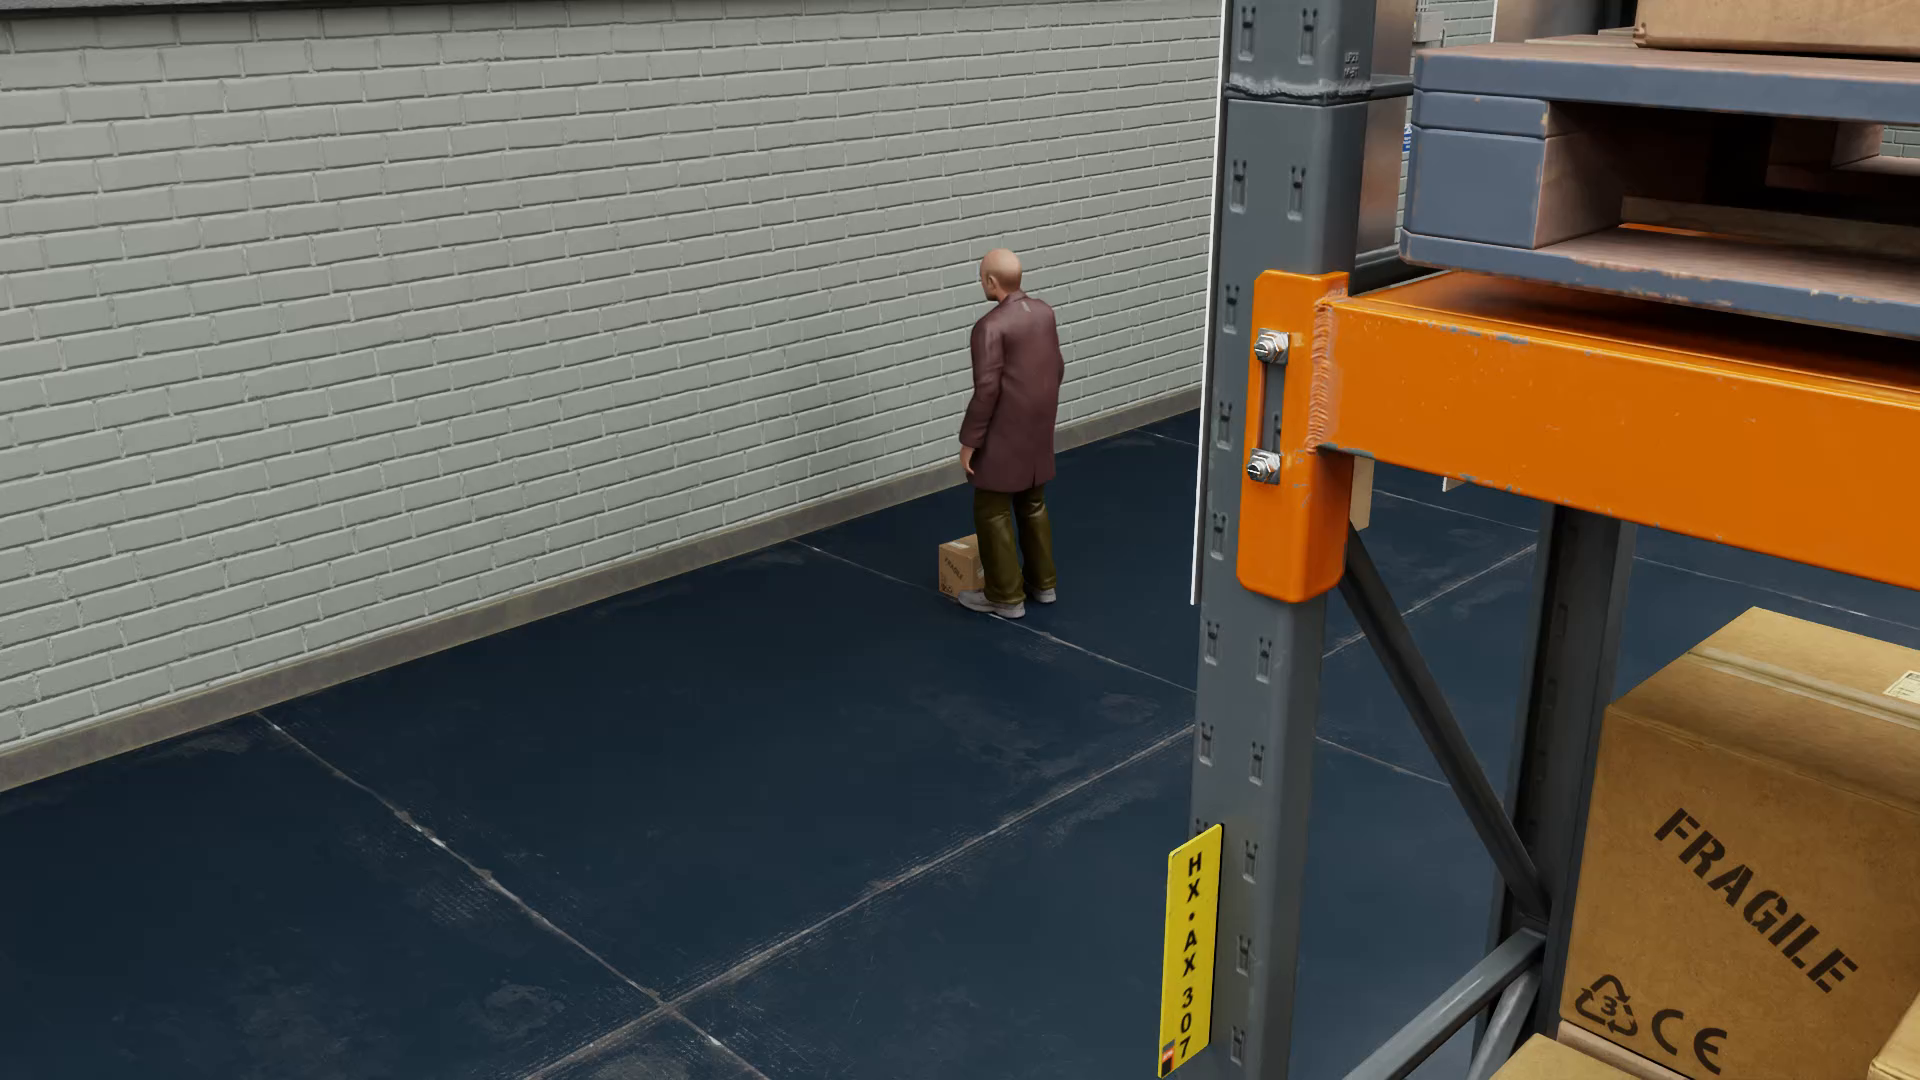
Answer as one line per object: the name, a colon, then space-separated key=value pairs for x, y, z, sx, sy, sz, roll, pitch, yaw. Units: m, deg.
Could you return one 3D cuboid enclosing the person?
person: x=0.243 y=-0.508 z=7.972 sx=0.417 sy=1.774 sz=0.656 roll=17 pitch=26 yaw=39
